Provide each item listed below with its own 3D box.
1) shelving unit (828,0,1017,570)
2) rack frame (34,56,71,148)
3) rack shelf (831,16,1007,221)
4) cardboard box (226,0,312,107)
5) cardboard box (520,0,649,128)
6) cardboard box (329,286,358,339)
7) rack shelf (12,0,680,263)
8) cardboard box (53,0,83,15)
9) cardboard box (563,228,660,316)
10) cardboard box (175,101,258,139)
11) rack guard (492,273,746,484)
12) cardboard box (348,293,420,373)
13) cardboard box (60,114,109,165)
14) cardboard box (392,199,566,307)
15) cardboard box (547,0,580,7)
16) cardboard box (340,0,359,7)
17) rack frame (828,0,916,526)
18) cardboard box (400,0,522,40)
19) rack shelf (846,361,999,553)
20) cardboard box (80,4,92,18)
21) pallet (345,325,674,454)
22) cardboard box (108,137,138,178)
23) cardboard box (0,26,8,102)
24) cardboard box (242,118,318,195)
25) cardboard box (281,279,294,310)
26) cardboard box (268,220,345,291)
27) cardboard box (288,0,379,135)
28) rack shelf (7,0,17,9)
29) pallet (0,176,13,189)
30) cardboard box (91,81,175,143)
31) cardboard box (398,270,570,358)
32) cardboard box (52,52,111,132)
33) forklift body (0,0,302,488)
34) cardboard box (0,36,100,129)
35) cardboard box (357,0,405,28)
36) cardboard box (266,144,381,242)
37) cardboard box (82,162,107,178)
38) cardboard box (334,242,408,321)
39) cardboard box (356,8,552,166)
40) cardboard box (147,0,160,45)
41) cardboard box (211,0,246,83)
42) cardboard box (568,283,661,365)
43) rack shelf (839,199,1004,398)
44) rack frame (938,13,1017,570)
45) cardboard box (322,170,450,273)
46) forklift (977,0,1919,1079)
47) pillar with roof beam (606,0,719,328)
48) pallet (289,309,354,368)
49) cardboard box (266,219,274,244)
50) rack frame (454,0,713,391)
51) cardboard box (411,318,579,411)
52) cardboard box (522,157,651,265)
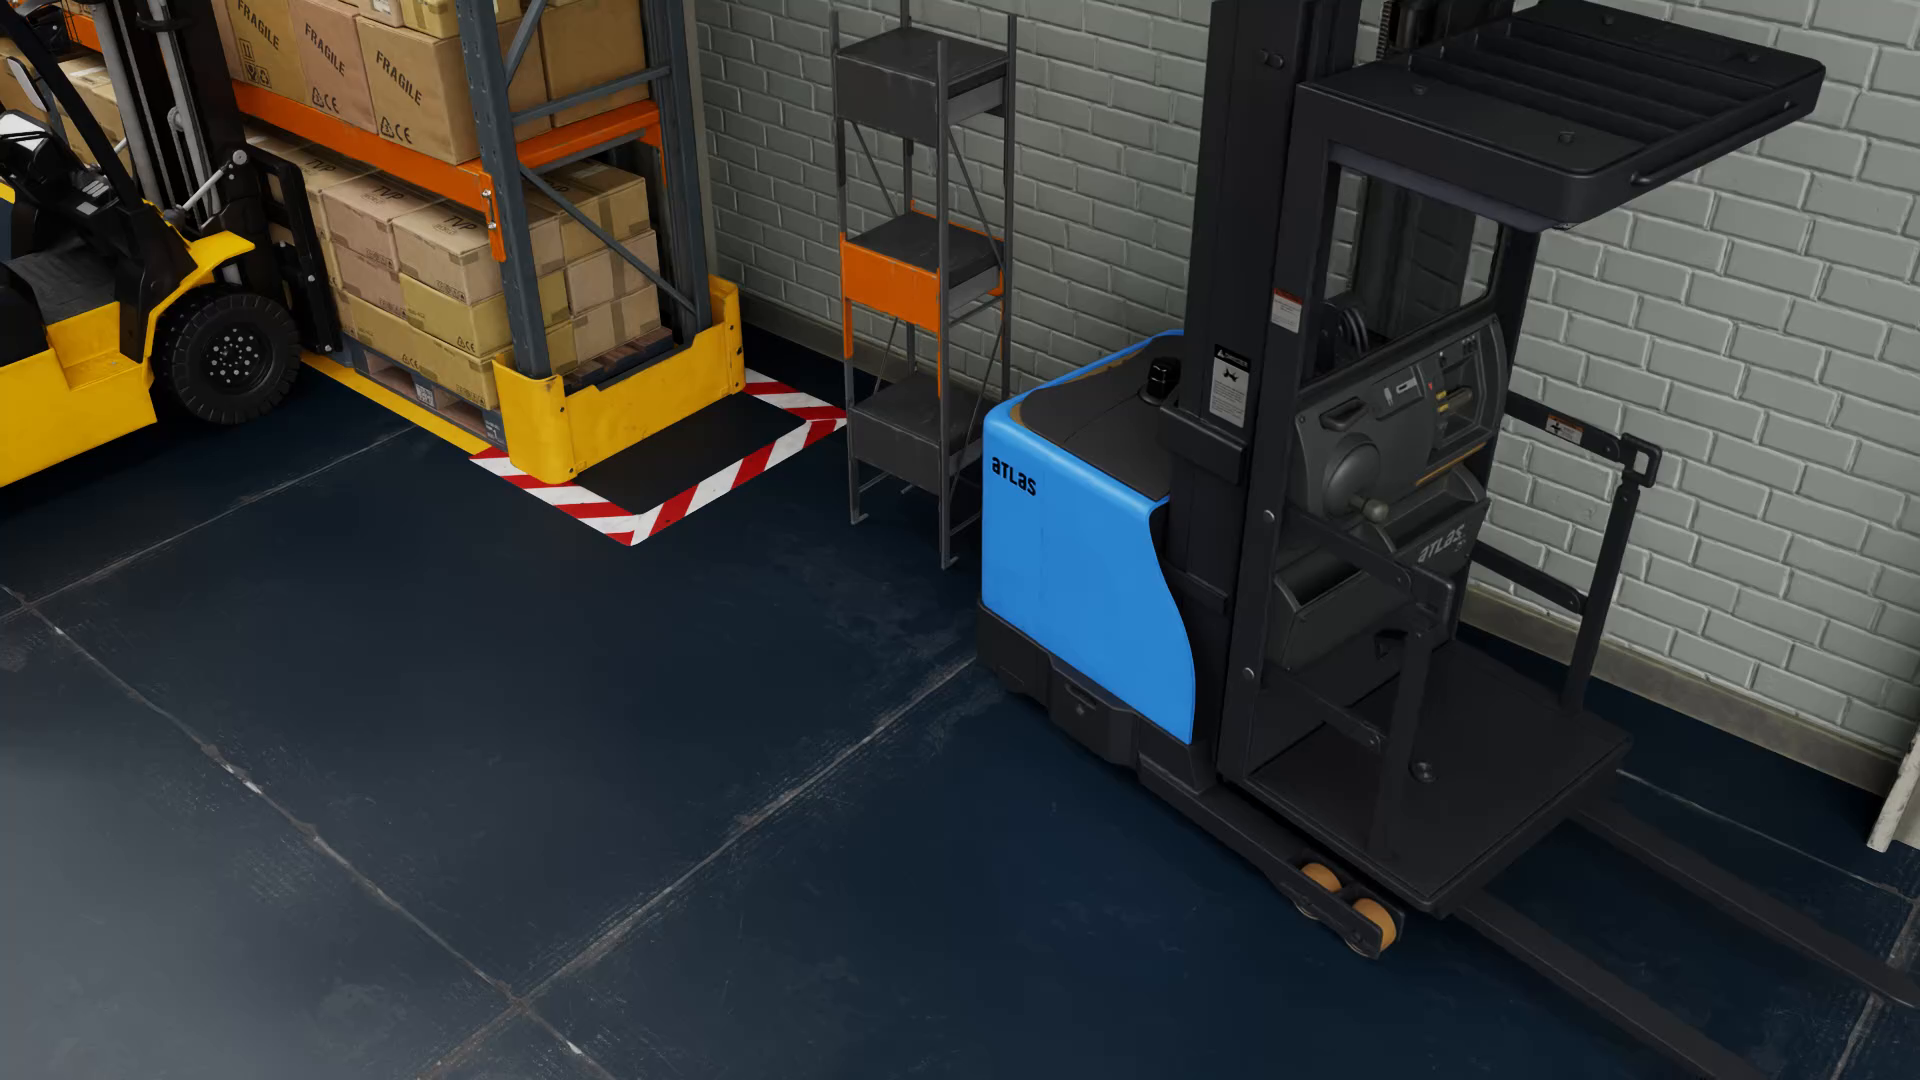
[{"bbox_3d":[-0.127,-0.925,6.243,0.503,2.100,0.431,25,42,32],"label":"shelving unit"},{"bbox_3d":[-4.577,-3.232,8.807,0.127,3.000,1.000,25,42,32],"label":"rack frame"},{"bbox_3d":[-0.127,-1.491,5.854,0.480,0.518,0.431,25,42,32],"label":"rack shelf"},{"bbox_3d":[-2.836,-2.266,7.312,0.500,0.500,0.500,24,41,31],"label":"cardboard box"},{"bbox_3d":[-1.706,-2.125,7.106,0.500,0.500,0.500,27,43,33],"label":"cardboard box"},{"bbox_3d":[-2.821,-1.225,7.942,0.500,0.250,0.500,26,42,32],"label":"cardboard box"},{"bbox_3d":[-3.040,-2.211,7.956,4.000,0.370,1.077,25,42,32],"label":"rack shelf"},{"bbox_3d":[-4.403,-2.999,8.379,0.500,0.500,0.500,24,41,31],"label":"cardboard box"},{"bbox_3d":[-1.731,-1.290,7.595,0.500,0.250,0.500,26,42,33],"label":"cardboard box"},{"bbox_3d":[-3.629,-2.008,8.198,0.500,0.250,0.500,27,43,33],"label":"cardboard box"},{"bbox_3d":[-1.484,-0.744,7.392,0.348,0.500,1.175,25,42,32],"label":"rack guard"},{"bbox_3d":[-2.442,-1.040,7.673,0.500,0.250,0.500,25,42,32],"label":"cardboard box"},{"bbox_3d":[-4.402,-2.169,8.874,0.500,0.250,0.500,25,42,32],"label":"cardboard box"},{"bbox_3d":[-2.056,-1.266,7.119,0.500,0.250,0.500,27,43,33],"label":"cardboard box"},{"bbox_3d":[-1.597,-2.328,6.829,0.250,0.149,0.380,24,41,31],"label":"cardboard box"},{"bbox_3d":[-2.324,-2.296,6.782,0.250,0.149,0.380,26,42,33],"label":"cardboard box"},{"bbox_3d":[-0.315,-1.014,6.372,0.015,2.100,0.400,25,42,32],"label":"rack frame"},{"bbox_3d":[-1.948,-2.096,6.491,0.250,0.149,0.380,26,42,32],"label":"cardboard box"},{"bbox_3d":[-0.127,-0.337,6.647,0.480,0.518,0.431,25,42,32],"label":"rack shelf"},{"bbox_3d":[-3.992,-2.818,8.115,0.500,0.500,0.500,26,42,33],"label":"cardboard box"},{"bbox_3d":[-2.117,-0.893,7.863,1.213,0.211,1.003,25,42,32],"label":"pallet"},{"bbox_3d":[-4.014,-1.987,8.610,0.500,0.250,0.500,25,42,32],"label":"cardboard box"},{"bbox_3d":[-5.576,-2.895,10.043,0.625,0.625,0.875,25,42,31],"label":"cardboard box"},{"bbox_3d":[-3.231,-1.814,7.916,0.500,0.250,0.500,24,41,31],"label":"cardboard box"},{"bbox_3d":[-3.234,-1.404,8.202,0.500,0.250,0.500,27,43,33],"label":"cardboard box"},{"bbox_3d":[-2.865,-1.434,7.804,0.500,0.250,0.500,24,41,31],"label":"cardboard box"},{"bbox_3d":[-2.442,-2.081,7.042,0.500,0.500,0.500,27,43,33],"label":"cardboard box"},{"bbox_3d":[-6.114,-3.660,10.065,4.000,0.370,1.077,25,42,32],"label":"rack shelf"},{"bbox_3d":[-5.168,-2.333,9.960,1.213,0.211,1.003,25,42,32],"label":"pallet"},{"bbox_3d":[-4.019,-2.183,8.453,0.500,0.250,0.500,25,42,32],"label":"cardboard box"},{"bbox_3d":[-2.077,-1.069,7.274,0.500,0.250,0.500,25,41,31],"label":"cardboard box"},{"bbox_3d":[-4.406,-2.372,8.729,0.500,0.250,0.500,25,41,31],"label":"cardboard box"},{"bbox_3d":[-4.127,-1.327,6.782,1.214,2.155,2.313,25,42,32],"label":"forklift body"},{"bbox_3d":[-4.985,-2.611,9.628,0.625,0.625,0.875,27,43,34],"label":"cardboard box"},{"bbox_3d":[-2.164,-2.175,6.607,0.250,0.149,0.380,26,42,33],"label":"cardboard box"},{"bbox_3d":[-2.846,-1.627,7.644,0.500,0.250,0.500,26,42,32],"label":"cardboard box"},{"bbox_3d":[-4.417,-1.953,9.002,0.500,0.250,0.500,26,42,32],"label":"cardboard box"},{"bbox_3d":[-2.455,-1.256,7.545,0.500,0.250,0.500,25,42,31],"label":"cardboard box"},{"bbox_3d":[-2.049,-1.889,6.762,0.500,0.500,0.500,24,41,31],"label":"cardboard box"},{"bbox_3d":[-3.602,-2.635,7.849,0.500,0.500,0.500,25,42,31],"label":"cardboard box"},{"bbox_3d":[-3.229,-2.443,7.570,0.500,0.500,0.500,26,42,32],"label":"cardboard box"},{"bbox_3d":[-1.755,-1.086,7.740,0.500,0.250,0.500,25,42,32],"label":"cardboard box"},{"bbox_3d":[-0.127,-0.914,6.251,0.480,0.518,0.431,25,42,32],"label":"rack shelf"},{"bbox_3d":[0.060,-0.837,6.114,0.015,2.100,0.400,25,42,32],"label":"rack frame"},{"bbox_3d":[-2.452,-1.449,7.385,0.500,0.250,0.500,26,42,33],"label":"cardboard box"},{"bbox_3d":[1.403,-0.298,4.595,1.130,2.935,3.031,-26,42,-33],"label":"forklift"},{"bbox_3d":[-4.215,-3.028,3.210,0.400,9.000,9.100,25,42,32],"label":"pillar with roof beam"},{"bbox_3d":[-3.050,-1.335,8.507,1.213,0.211,1.003,25,42,32],"label":"pallet"},{"bbox_3d":[-3.248,-1.616,8.070,0.500,0.250,0.500,25,42,32],"label":"cardboard box"},{"bbox_3d":[-1.503,-1.783,6.697,0.127,3.000,1.000,25,42,32],"label":"rack frame"},{"bbox_3d":[-2.066,-0.856,7.404,0.500,0.250,0.500,26,42,32],"label":"cardboard box"},{"bbox_3d":[-1.751,-1.492,7.447,0.500,0.250,0.500,25,41,31],"label":"cardboard box"}]
